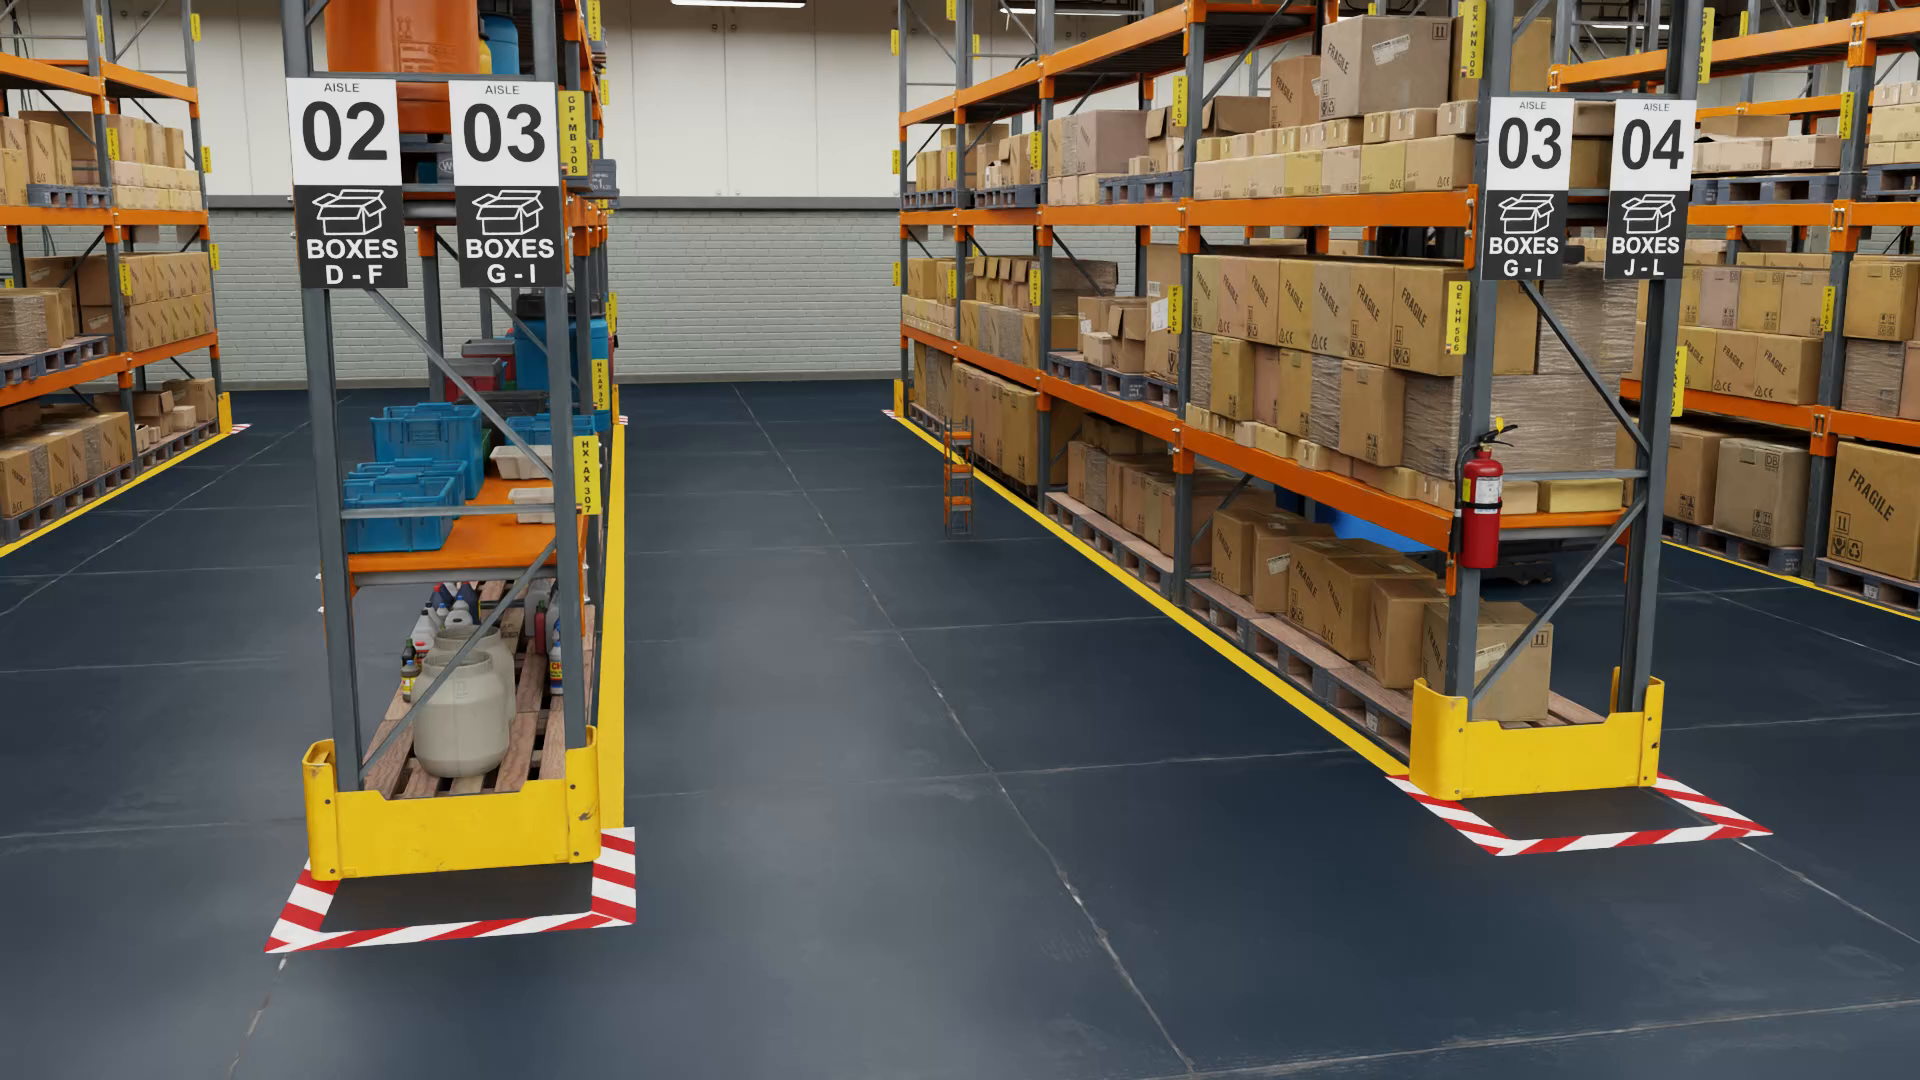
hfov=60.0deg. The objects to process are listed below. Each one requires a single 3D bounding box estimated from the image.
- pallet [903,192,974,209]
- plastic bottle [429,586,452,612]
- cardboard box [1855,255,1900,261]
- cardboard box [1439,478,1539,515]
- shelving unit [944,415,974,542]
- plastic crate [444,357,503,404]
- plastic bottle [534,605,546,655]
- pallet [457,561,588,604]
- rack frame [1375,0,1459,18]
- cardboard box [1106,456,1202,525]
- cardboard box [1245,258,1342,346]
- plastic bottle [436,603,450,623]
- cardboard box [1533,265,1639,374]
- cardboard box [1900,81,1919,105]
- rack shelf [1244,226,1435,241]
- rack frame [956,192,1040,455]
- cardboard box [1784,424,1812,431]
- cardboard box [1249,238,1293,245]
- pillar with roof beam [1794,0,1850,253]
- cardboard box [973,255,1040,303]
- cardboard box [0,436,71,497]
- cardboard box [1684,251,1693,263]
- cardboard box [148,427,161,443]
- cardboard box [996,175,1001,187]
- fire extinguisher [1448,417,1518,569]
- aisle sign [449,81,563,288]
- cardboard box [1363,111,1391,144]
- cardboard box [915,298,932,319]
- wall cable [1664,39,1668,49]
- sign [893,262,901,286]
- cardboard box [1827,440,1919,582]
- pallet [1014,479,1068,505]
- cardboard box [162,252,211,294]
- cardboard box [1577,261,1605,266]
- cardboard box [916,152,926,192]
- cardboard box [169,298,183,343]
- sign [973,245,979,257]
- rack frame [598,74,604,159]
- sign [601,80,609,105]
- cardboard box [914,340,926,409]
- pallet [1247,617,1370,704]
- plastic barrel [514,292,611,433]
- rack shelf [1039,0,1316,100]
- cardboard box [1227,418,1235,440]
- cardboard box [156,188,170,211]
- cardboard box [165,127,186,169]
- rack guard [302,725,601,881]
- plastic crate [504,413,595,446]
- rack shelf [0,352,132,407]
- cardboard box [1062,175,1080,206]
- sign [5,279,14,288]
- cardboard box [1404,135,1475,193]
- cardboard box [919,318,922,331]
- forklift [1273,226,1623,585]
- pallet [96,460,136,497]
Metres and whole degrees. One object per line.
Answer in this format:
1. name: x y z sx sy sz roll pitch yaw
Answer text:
1. pallet: -0.171 -4.519 22.133 1.003 0.211 1.213 -2 11 -11
2. plastic bottle: -3.063 0.439 9.776 0.144 0.351 0.185 -3 11 -13
3. cardboard box: 10.396 -2.929 18.621 0.500 0.500 0.500 -2 11 -11
4. cardboard box: 2.529 -0.212 7.959 0.380 0.149 0.250 -2 11 -11
5. shelving unit: -0.010 -0.526 14.150 0.215 1.050 0.252 -2 11 -11
6. plastic crate: -3.244 -0.953 11.011 0.402 0.464 0.583 -2 11 -11
7. plastic bottle: -2.418 0.510 9.582 0.061 0.283 0.133 -2 11 -11
8. pallet: -3.040 0.383 11.619 1.003 0.211 1.213 -2 11 -11
9. rack frame: 5.338 -5.600 19.553 1.000 3.000 0.127 -2 11 -11
10. cardboard box: 1.618 -0.419 13.883 0.700 0.500 0.500 -1 11 -6
11. cardboard box: 2.042 -1.435 9.979 0.500 0.500 0.500 -2 11 -11
12. plastic bottle: -2.998 0.503 9.649 0.097 0.271 0.097 0 11 0
13. cardboard box: 2.947 -1.088 8.152 0.500 0.500 0.500 -2 11 -11
14. cardboard box: 6.682 -3.057 11.364 0.380 0.149 0.250 -2 11 -11
15. rack shelf: 4.949 -4.140 21.828 1.077 0.370 4.000 -2 11 -11
16. rack frame: 0.453 -2.491 19.264 1.000 3.000 0.127 -2 11 -11
17. cardboard box: 10.556 -1.738 19.866 0.875 0.875 0.875 -2 11 -9
18. cardboard box: 4.387 -3.981 23.355 0.500 0.500 0.500 -2 11 -11
19. pillar with roof beam: 10.401 -7.084 27.351 9.100 9.000 0.548 -2 11 -11
20. cardboard box: 0.585 -2.916 18.547 0.797 0.503 0.637 -2 11 -12
21. cardboard box: -8.495 -0.668 15.194 0.500 0.500 0.500 -2 11 -12
22. cardboard box: 9.720 -3.562 21.947 0.500 0.500 0.500 -2 11 -12
23. cardboard box: -9.313 -1.199 18.876 0.380 0.166 0.250 -2 11 -11
24. cardboard box: 0.595 -3.769 17.504 0.380 0.149 0.250 -3 11 -13
25. fire extinguisher: 2.357 -0.215 7.509 0.296 0.674 0.183 -2 11 -11
26. aisle sign: -1.770 -1.385 6.498 0.394 0.787 0.004 -2 11 -11
27. cardboard box: 2.258 -2.069 8.358 0.380 0.149 0.250 -2 11 -11
28. cardboard box: -0.295 -3.012 21.606 0.500 0.250 0.500 -2 11 -13
29. wall cable: 14.422 -10.528 30.566 2.988 3.039 0.133 -2 11 -11
30. sign: -0.871 -3.670 22.930 0.100 0.325 0.005 -2 11 -11
31. cardboard box: 6.947 -0.231 11.945 0.875 0.875 0.875 -2 11 -10
32. pallet: 1.151 -0.535 16.444 1.003 0.211 1.213 -2 11 -11
33. cardboard box: -9.687 -3.334 20.750 0.500 0.500 0.500 -2 11 -12
34. cardboard box: 6.193 -2.377 15.722 0.700 0.500 0.500 -2 11 -11
35. cardboard box: -0.180 -4.802 21.724 0.700 0.500 0.500 -3 11 -13
36. cardboard box: -9.395 -2.563 19.374 0.500 0.500 0.500 -2 11 -12
37. sign: 0.210 -3.927 23.078 0.100 0.325 0.005 -2 11 -11
38. rack frame: -5.184 -5.992 21.611 1.000 3.000 0.127 -2 11 -11
39. sign: -4.647 -5.857 21.762 0.100 0.325 0.005 -2 11 -11
40. cardboard box: -0.122 -2.273 22.676 0.875 0.875 0.875 -2 11 -11
41. pallet: 2.415 0.692 9.997 1.003 0.211 1.213 -2 11 -11
42. plastic barrel: -2.628 -1.172 10.992 0.600 0.901 0.708 -2 11 -11
43. rack shelf: 1.620 -3.788 13.026 1.077 0.370 4.000 -2 11 -11
44. cardboard box: 1.925 -0.714 10.596 0.380 0.149 0.250 -2 11 -11
45. cardboard box: -9.407 -3.905 19.070 0.500 0.250 0.500 -2 11 -11
46. cardboard box: -9.927 -4.786 20.354 0.700 0.500 0.500 -2 11 -11
47. rack guard: -2.133 1.105 7.052 1.175 0.500 0.348 -2 11 -11
48. plastic crate: -2.368 -0.578 9.608 0.499 0.251 0.616 -2 11 -11
49. rack shelf: -8.876 -1.412 15.515 1.077 0.370 4.000 -2 11 -11
50. cardboard box: 1.172 -2.968 14.147 0.500 0.250 0.500 -2 11 -10
51. sign: -9.796 -2.536 17.183 0.100 0.325 0.005 -2 11 -11
52. cardboard box: 2.444 -1.770 7.850 0.500 0.250 0.500 -2 11 -10
53. cardboard box: -0.327 -2.789 21.498 0.380 0.149 0.250 -2 11 -12
54. forklift: 3.953 -1.195 12.635 3.031 2.935 1.130 -4 11 -20
55. pallet: -9.070 -0.614 16.859 1.003 0.211 1.213 -2 11 -11
